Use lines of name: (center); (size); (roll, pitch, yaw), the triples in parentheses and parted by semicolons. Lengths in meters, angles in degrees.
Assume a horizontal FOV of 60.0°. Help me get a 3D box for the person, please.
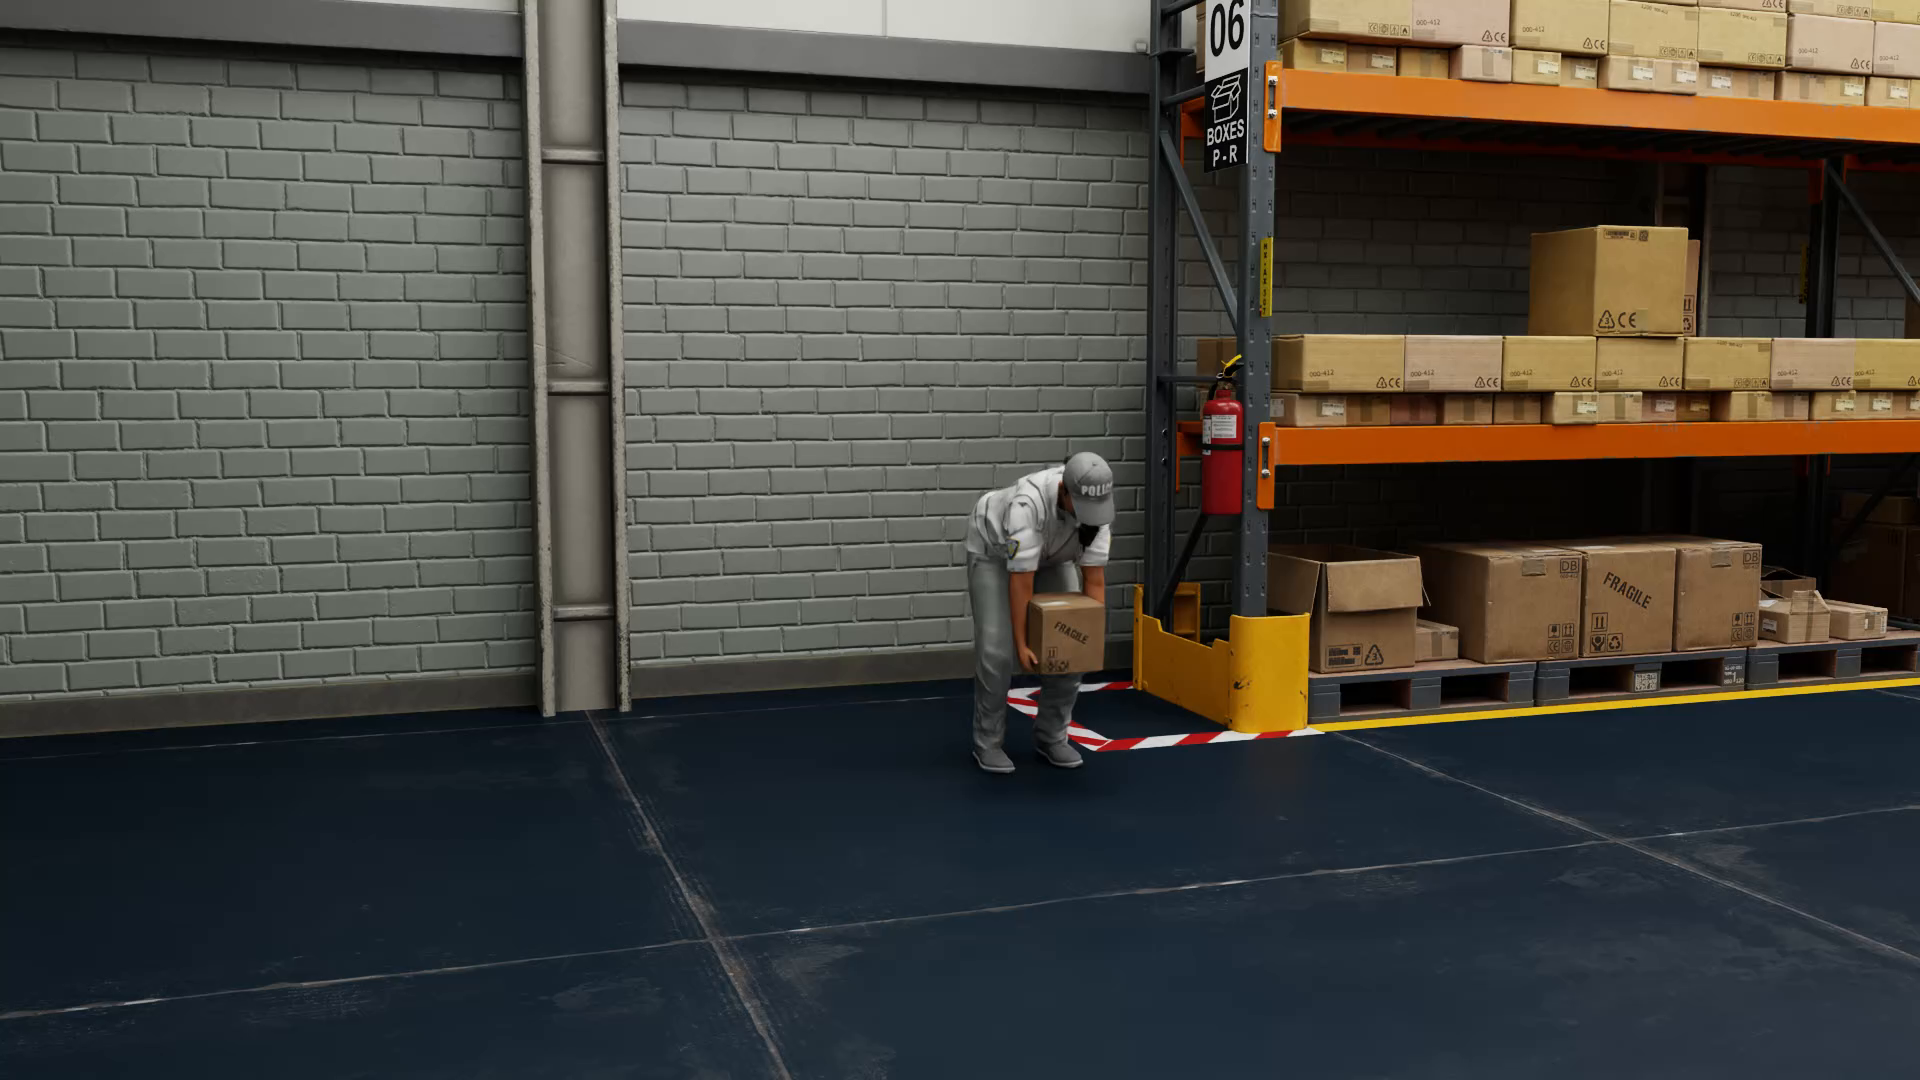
person: (0.332, 0.282, 6.329); (0.463, 1.260, 0.879); (-2, 6, -20)
